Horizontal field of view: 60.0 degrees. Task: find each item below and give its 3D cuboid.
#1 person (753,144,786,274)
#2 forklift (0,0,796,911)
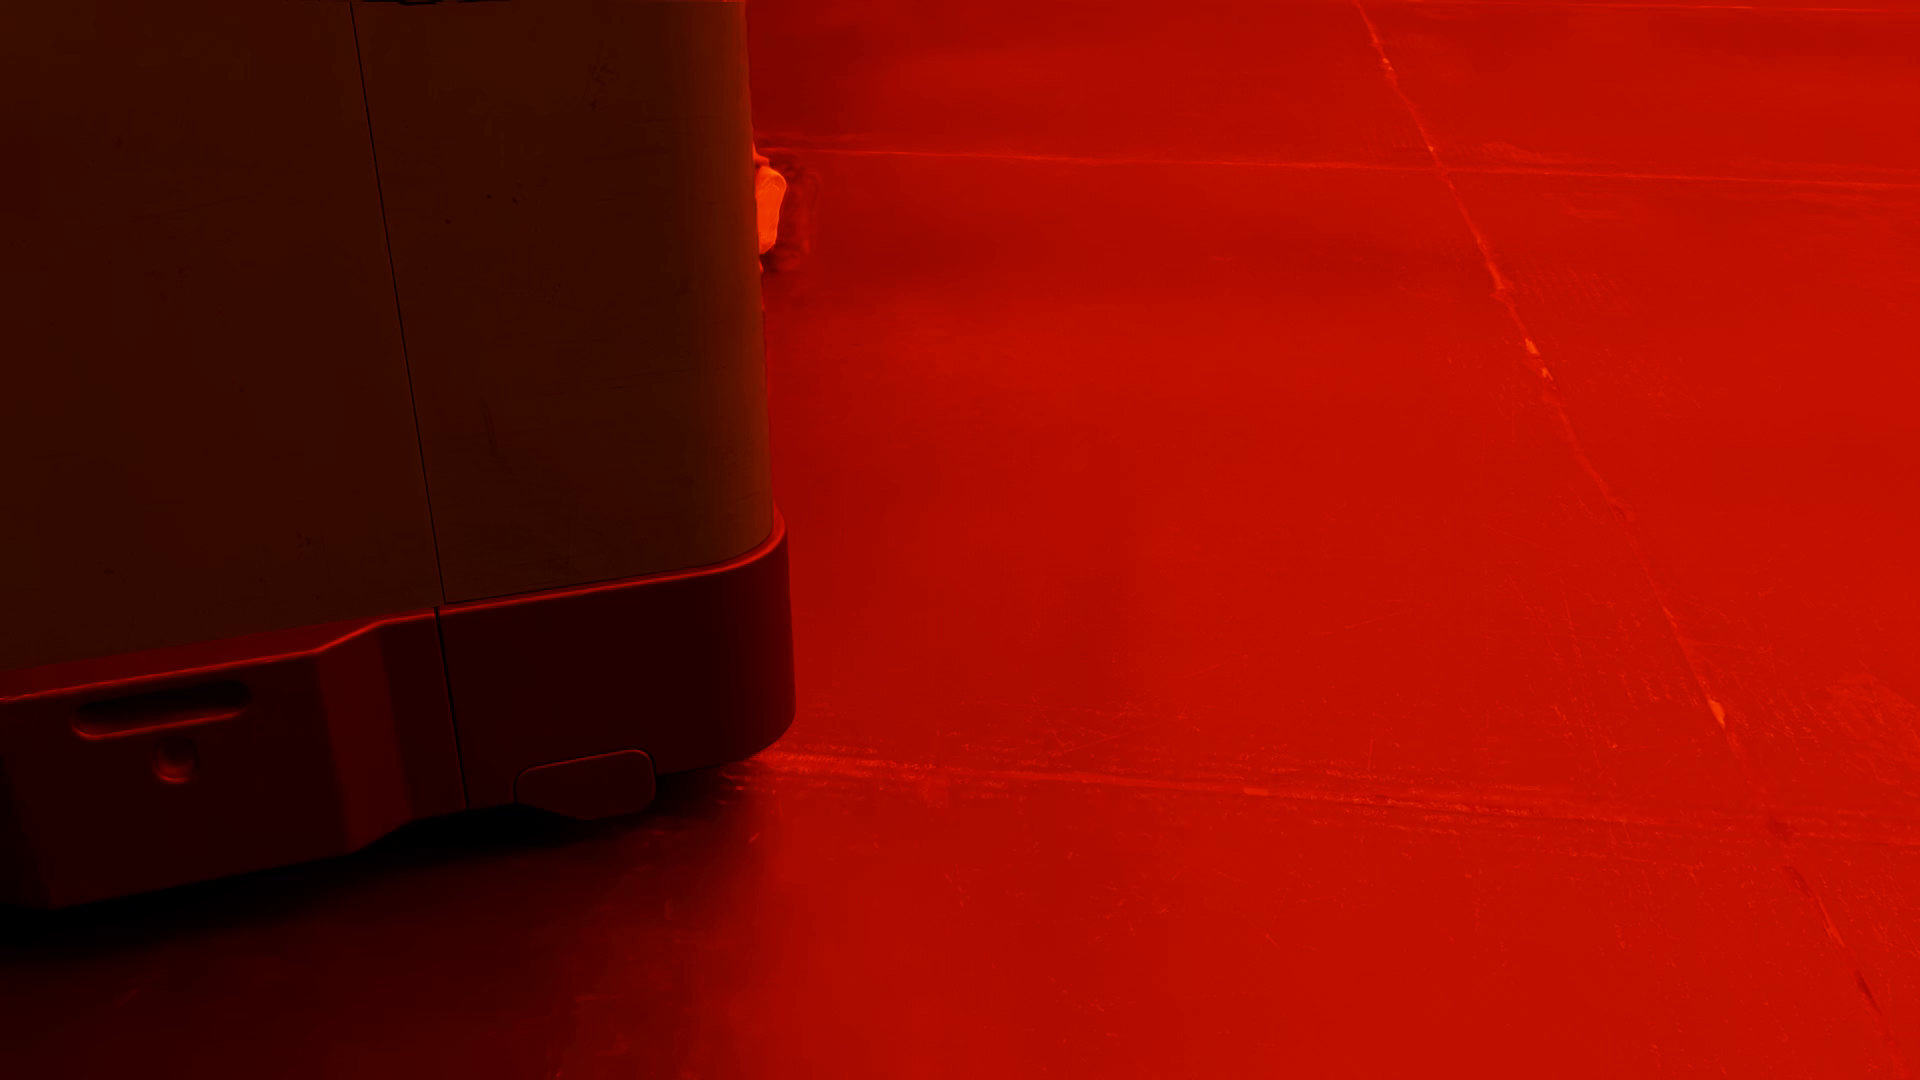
[{"bbox_3d":[-0.594,-1.190,3.334,0.459,1.463,0.851,-1,27,-1],"label":"person"},{"bbox_3d":[-1.765,-1.017,1.254,3.031,2.935,1.130,-9,28,-17],"label":"forklift"}]
